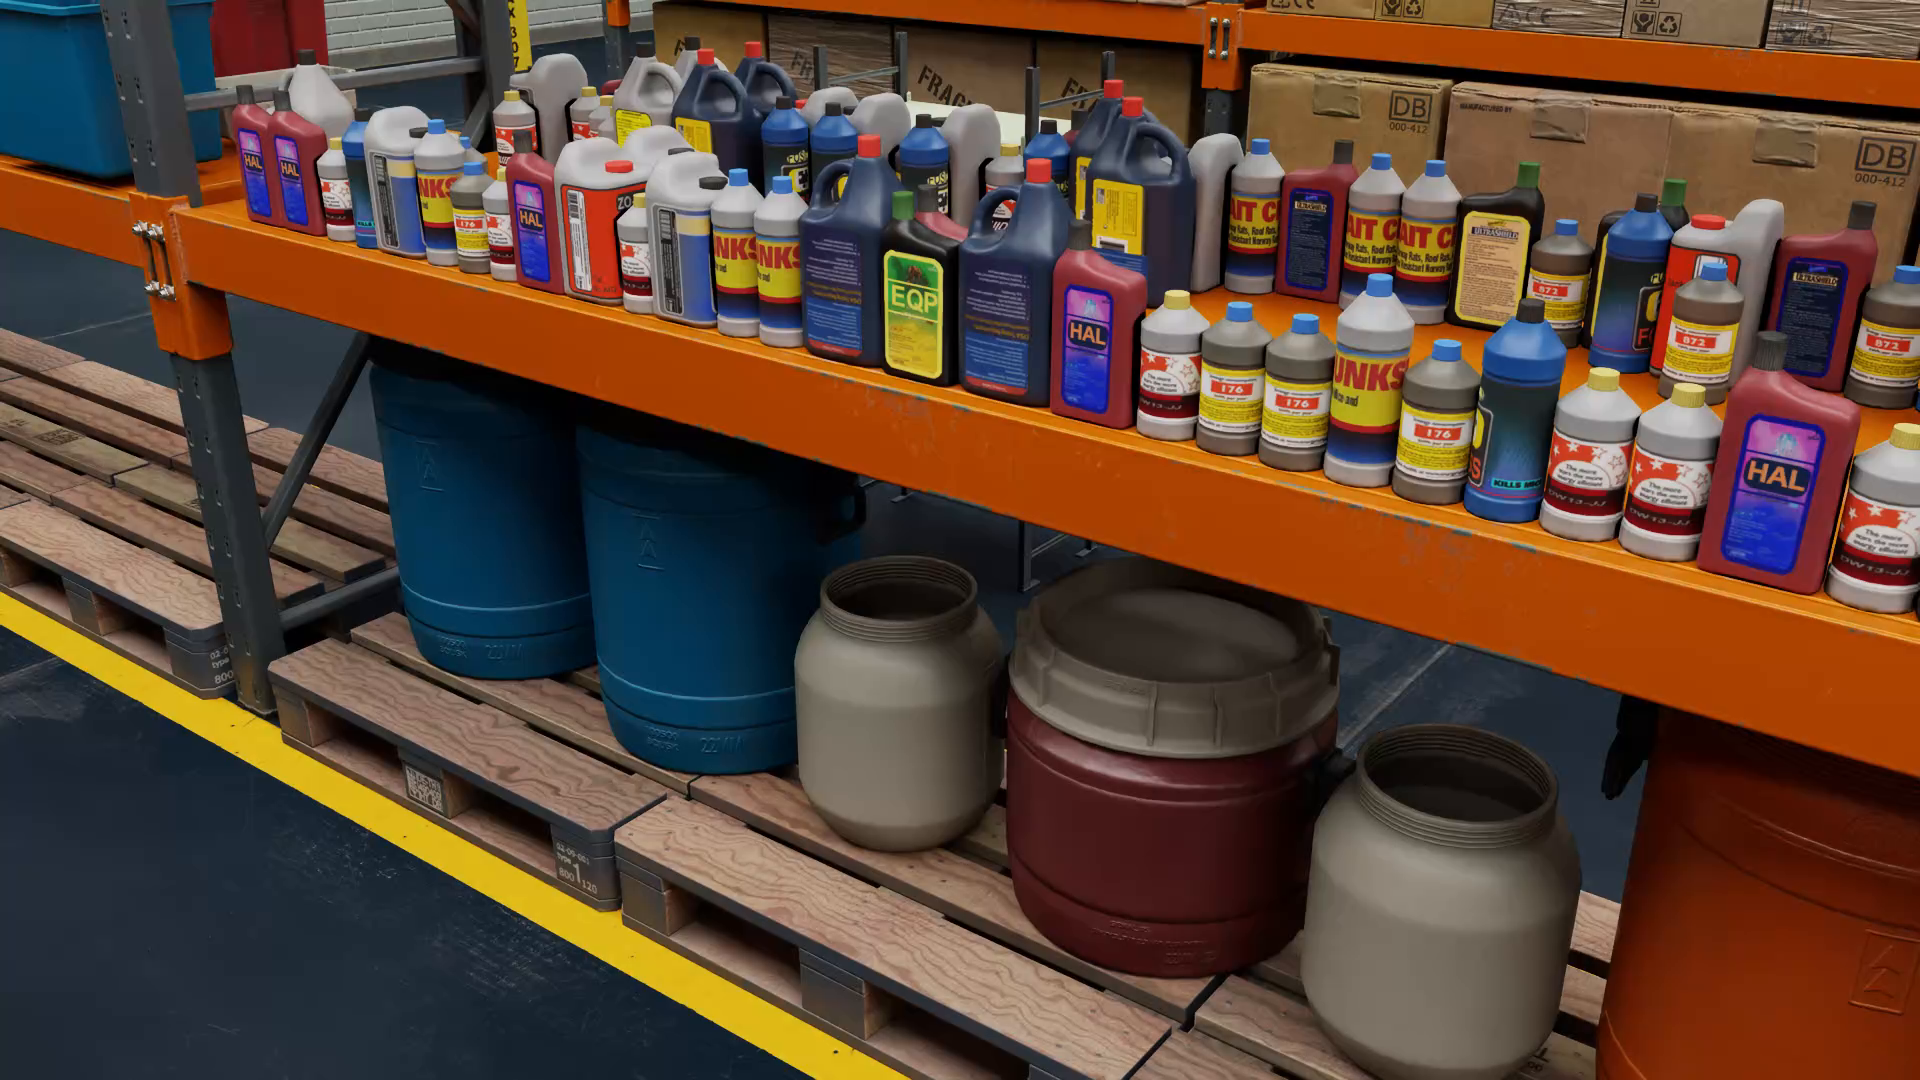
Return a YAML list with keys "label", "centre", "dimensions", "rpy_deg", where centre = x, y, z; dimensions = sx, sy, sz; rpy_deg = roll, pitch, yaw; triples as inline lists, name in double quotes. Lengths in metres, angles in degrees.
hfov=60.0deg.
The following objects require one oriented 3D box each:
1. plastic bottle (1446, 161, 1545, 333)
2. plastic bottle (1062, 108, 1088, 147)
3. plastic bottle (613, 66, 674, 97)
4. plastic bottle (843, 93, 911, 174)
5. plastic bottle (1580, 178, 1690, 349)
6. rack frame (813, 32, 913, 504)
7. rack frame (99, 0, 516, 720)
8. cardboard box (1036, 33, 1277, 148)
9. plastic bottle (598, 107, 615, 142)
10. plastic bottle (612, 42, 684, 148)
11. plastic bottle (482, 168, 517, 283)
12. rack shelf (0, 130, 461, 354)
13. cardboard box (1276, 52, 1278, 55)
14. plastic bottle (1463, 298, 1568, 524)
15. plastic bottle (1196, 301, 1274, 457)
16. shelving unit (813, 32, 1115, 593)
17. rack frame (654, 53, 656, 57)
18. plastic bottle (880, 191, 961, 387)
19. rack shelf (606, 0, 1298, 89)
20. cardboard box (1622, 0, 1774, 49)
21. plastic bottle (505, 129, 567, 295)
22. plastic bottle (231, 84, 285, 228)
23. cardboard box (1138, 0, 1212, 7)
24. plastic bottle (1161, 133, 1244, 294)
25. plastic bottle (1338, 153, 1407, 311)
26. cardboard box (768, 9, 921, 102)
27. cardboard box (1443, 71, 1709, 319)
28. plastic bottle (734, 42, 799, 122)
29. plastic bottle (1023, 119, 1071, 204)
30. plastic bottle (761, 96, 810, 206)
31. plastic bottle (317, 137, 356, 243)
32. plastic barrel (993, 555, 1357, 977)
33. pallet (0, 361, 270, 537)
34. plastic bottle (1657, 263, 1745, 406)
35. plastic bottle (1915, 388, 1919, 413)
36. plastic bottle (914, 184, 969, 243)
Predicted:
- label: "plastic bottle"
  centre: [0.905, -0.496, 2.801]
  dimensions: [0.133, 0.283, 0.061]
  rpy_deg: [17, 29, 33]
- label: "plastic bottle"
  centre: [0.202, -0.709, 3.283]
  dimensions: [0.133, 0.283, 0.061]
  rpy_deg: [17, 29, 33]
- label: "plastic bottle"
  centre: [-0.707, -0.957, 3.856]
  dimensions: [0.135, 0.276, 0.152]
  rpy_deg: [17, 29, 33]
- label: "plastic bottle"
  centre: [-0.196, -0.803, 3.505]
  dimensions: [0.135, 0.276, 0.152]
  rpy_deg: [17, 29, 33]
- label: "plastic bottle"
  centre: [1.089, -0.440, 2.674]
  dimensions: [0.133, 0.283, 0.061]
  rpy_deg: [17, 29, 33]
- label: "rack frame"
  centre: [-0.288, -0.773, 5.145]
  dimensions: [0.023, 1.500, 0.400]
  rpy_deg: [17, 29, 33]
- label: "rack frame"
  centre: [-1.509, -1.093, 4.011]
  dimensions: [0.127, 3.000, 1.000]
  rpy_deg: [17, 29, 33]
- label: "cardboard box"
  centre: [0.981, -2.096, 8.402]
  dimensions: [0.875, 0.875, 0.875]
  rpy_deg: [17, 29, 33]
- label: "plastic bottle"
  centre: [-0.767, -0.878, 3.769]
  dimensions: [0.097, 0.201, 0.097]
  rpy_deg: [0, 24, 0]
- label: "plastic bottle"
  centre: [-0.664, -0.907, 3.650]
  dimensions: [0.185, 0.351, 0.144]
  rpy_deg: [17, 29, 33]
- label: "plastic bottle"
  centre: [-0.842, -0.595, 3.126]
  dimensions: [0.097, 0.201, 0.097]
  rpy_deg: [0, 24, 0]
- label: "rack shelf"
  centre: [-3.109, -1.248, 5.253]
  dimensions: [4.000, 0.370, 1.077]
  rpy_deg: [17, 29, 33]
- label: "cardboard box"
  centre: [2.425, -3.803, 12.807]
  dimensions: [0.250, 0.149, 0.380]
  rpy_deg: [15, 28, 31]
- label: "plastic bottle"
  centre: [0.690, -0.164, 2.061]
  dimensions: [0.097, 0.271, 0.097]
  rpy_deg: [0, 24, 0]
- label: "plastic bottle"
  centre: [0.379, -0.226, 2.289]
  dimensions: [0.097, 0.201, 0.097]
  rpy_deg: [0, 24, 0]
- label: "shelving unit"
  centre: [0.005, -0.685, 4.944]
  dimensions: [0.755, 1.500, 0.431]
  rpy_deg: [17, 29, 33]
- label: "rack frame"
  centre: [-1.737, -3.659, 9.835]
  dimensions: [0.053, 2.616, 0.949]
  rpy_deg: [17, 29, 33]
- label: "plastic bottle"
  centre: [-0.057, -0.386, 2.550]
  dimensions: [0.133, 0.283, 0.061]
  rpy_deg: [17, 29, 33]
- label: "rack shelf"
  centre: [-0.139, -2.846, 8.880]
  dimensions: [4.000, 0.370, 1.077]
  rpy_deg: [17, 29, 33]
- label: "cardboard box"
  centre: [2.899, -2.179, 6.352]
  dimensions: [0.500, 0.500, 0.500]
  rpy_deg: [17, 29, 34]
- label: "plastic bottle"
  centre: [-0.761, -0.599, 3.033]
  dimensions: [0.133, 0.283, 0.061]
  rpy_deg: [17, 29, 33]
- label: "plastic bottle"
  centre: [-1.471, -0.813, 3.521]
  dimensions: [0.133, 0.283, 0.061]
  rpy_deg: [17, 29, 33]
- label: "cardboard box"
  centre: [1.021, -2.544, 7.616]
  dimensions: [0.250, 0.149, 0.380]
  rpy_deg: [17, 29, 34]
- label: "plastic bottle"
  centre: [0.430, -0.613, 3.076]
  dimensions: [0.135, 0.276, 0.152]
  rpy_deg: [17, 29, 33]
- label: "plastic bottle"
  centre: [0.724, -0.536, 2.906]
  dimensions: [0.097, 0.271, 0.097]
  rpy_deg: [0, 24, 0]
- label: "cardboard box"
  centre: [-0.451, -2.529, 9.385]
  dimensions: [0.875, 0.875, 0.875]
  rpy_deg: [17, 29, 33]
- label: "cardboard box"
  centre: [2.701, -1.547, 7.155]
  dimensions: [0.875, 0.875, 1.225]
  rpy_deg: [16, 28, 32]
- label: "plastic bottle"
  centre: [-0.429, -0.909, 3.654]
  dimensions: [0.185, 0.351, 0.144]
  rpy_deg: [17, 29, 33]
- label: "plastic bottle"
  centre: [0.169, -0.673, 3.217]
  dimensions: [0.097, 0.271, 0.097]
  rpy_deg: [0, 24, 0]
- label: "plastic bottle"
  centre: [-0.364, -0.788, 3.478]
  dimensions: [0.097, 0.271, 0.097]
  rpy_deg: [0, 24, 0]
- label: "plastic bottle"
  centre: [-1.261, -0.722, 3.414]
  dimensions: [0.097, 0.201, 0.097]
  rpy_deg: [0, 24, 0]
- label: "plastic barrel"
  centre: [0.386, 0.400, 3.093]
  dimensions: [0.708, 0.588, 0.600]
  rpy_deg: [17, 29, 33]
- label: "pallet"
  centre: [-3.101, -0.277, 5.617]
  dimensions: [1.213, 0.211, 1.003]
  rpy_deg: [17, 29, 33]
- label: "plastic bottle"
  centre: [1.109, -0.311, 2.482]
  dimensions: [0.097, 0.201, 0.097]
  rpy_deg: [0, 24, 0]
- label: "plastic bottle"
  centre: [1.463, -0.313, 2.399]
  dimensions: [0.097, 0.271, 0.097]
  rpy_deg: [0, 24, 0]
- label: "plastic bottle"
  centre: [-0.020, -0.406, 2.595]
  dimensions: [0.133, 0.283, 0.061]
  rpy_deg: [17, 29, 33]
